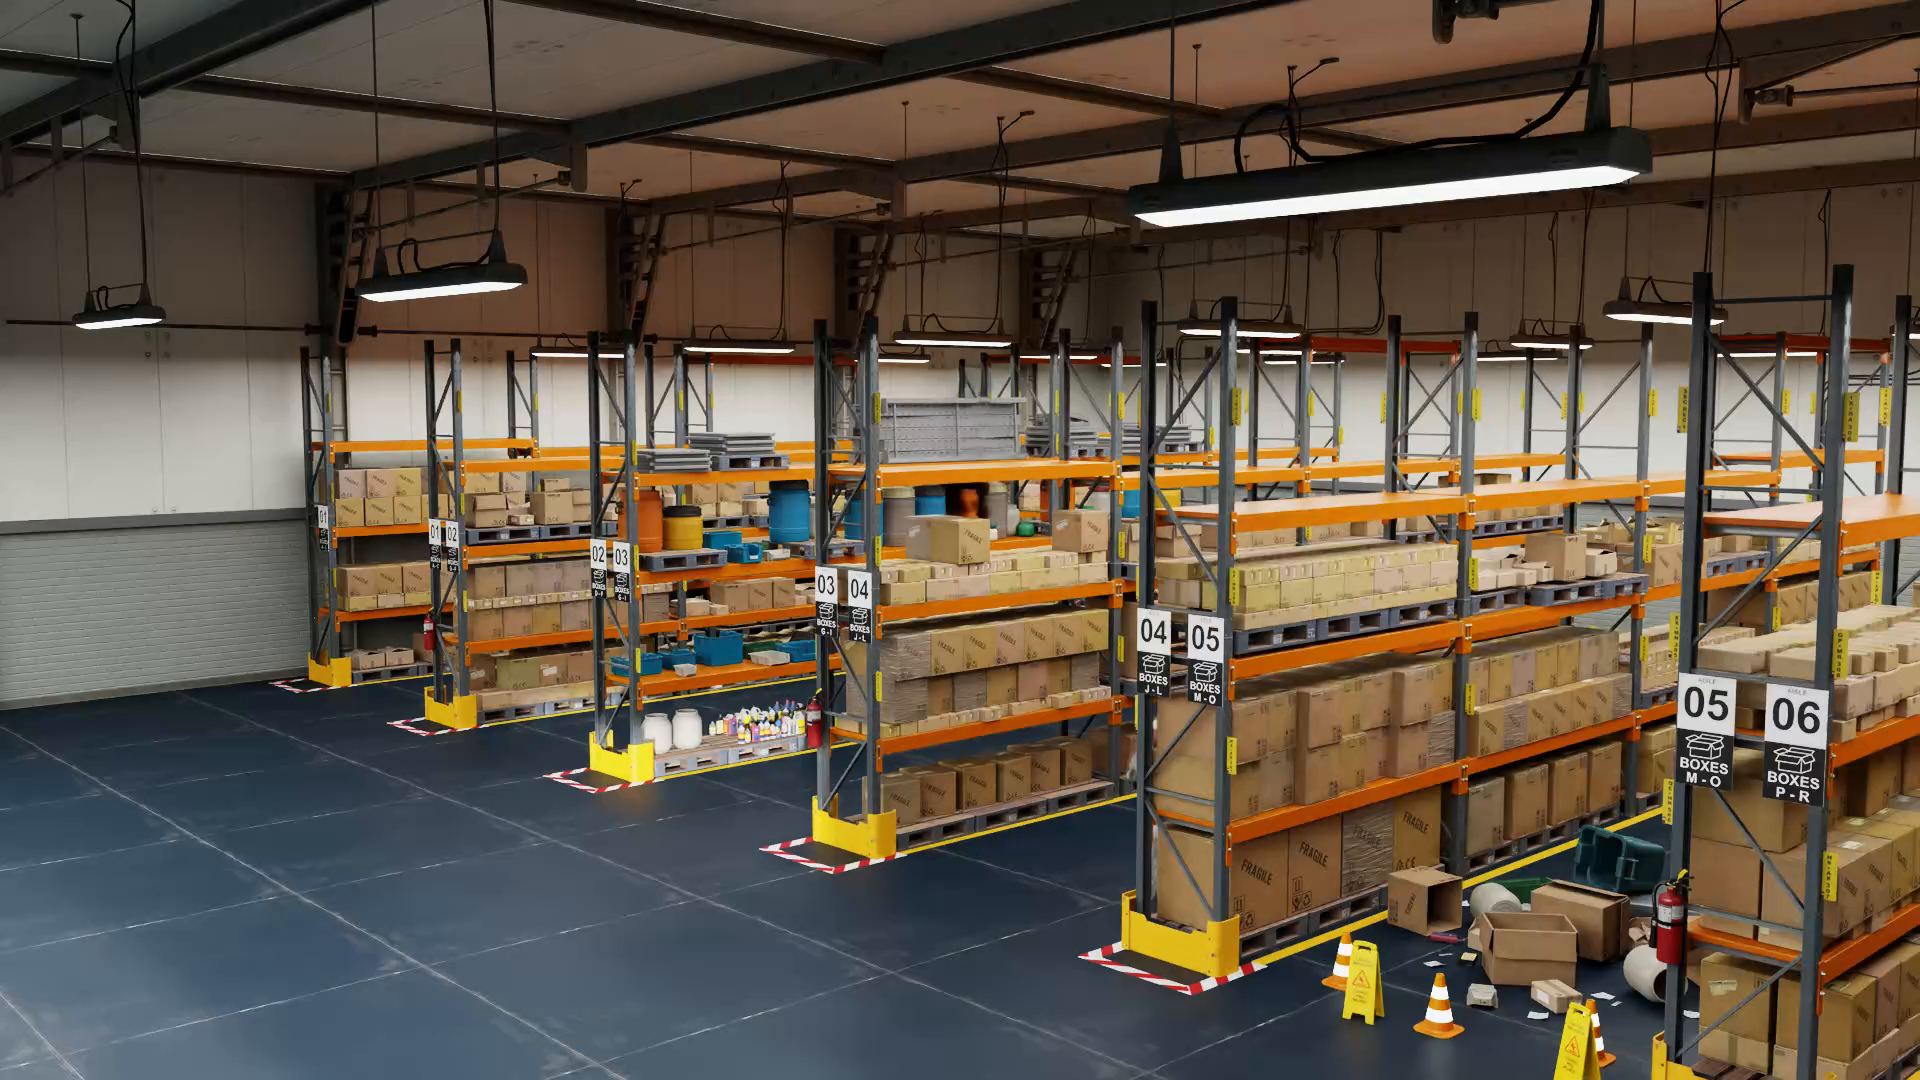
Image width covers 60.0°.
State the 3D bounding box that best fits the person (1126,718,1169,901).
[{"bbox_3d":[2.031,2.753,17.201,0.664,1.835,0.775,4,7,41],"label":"person"}]
